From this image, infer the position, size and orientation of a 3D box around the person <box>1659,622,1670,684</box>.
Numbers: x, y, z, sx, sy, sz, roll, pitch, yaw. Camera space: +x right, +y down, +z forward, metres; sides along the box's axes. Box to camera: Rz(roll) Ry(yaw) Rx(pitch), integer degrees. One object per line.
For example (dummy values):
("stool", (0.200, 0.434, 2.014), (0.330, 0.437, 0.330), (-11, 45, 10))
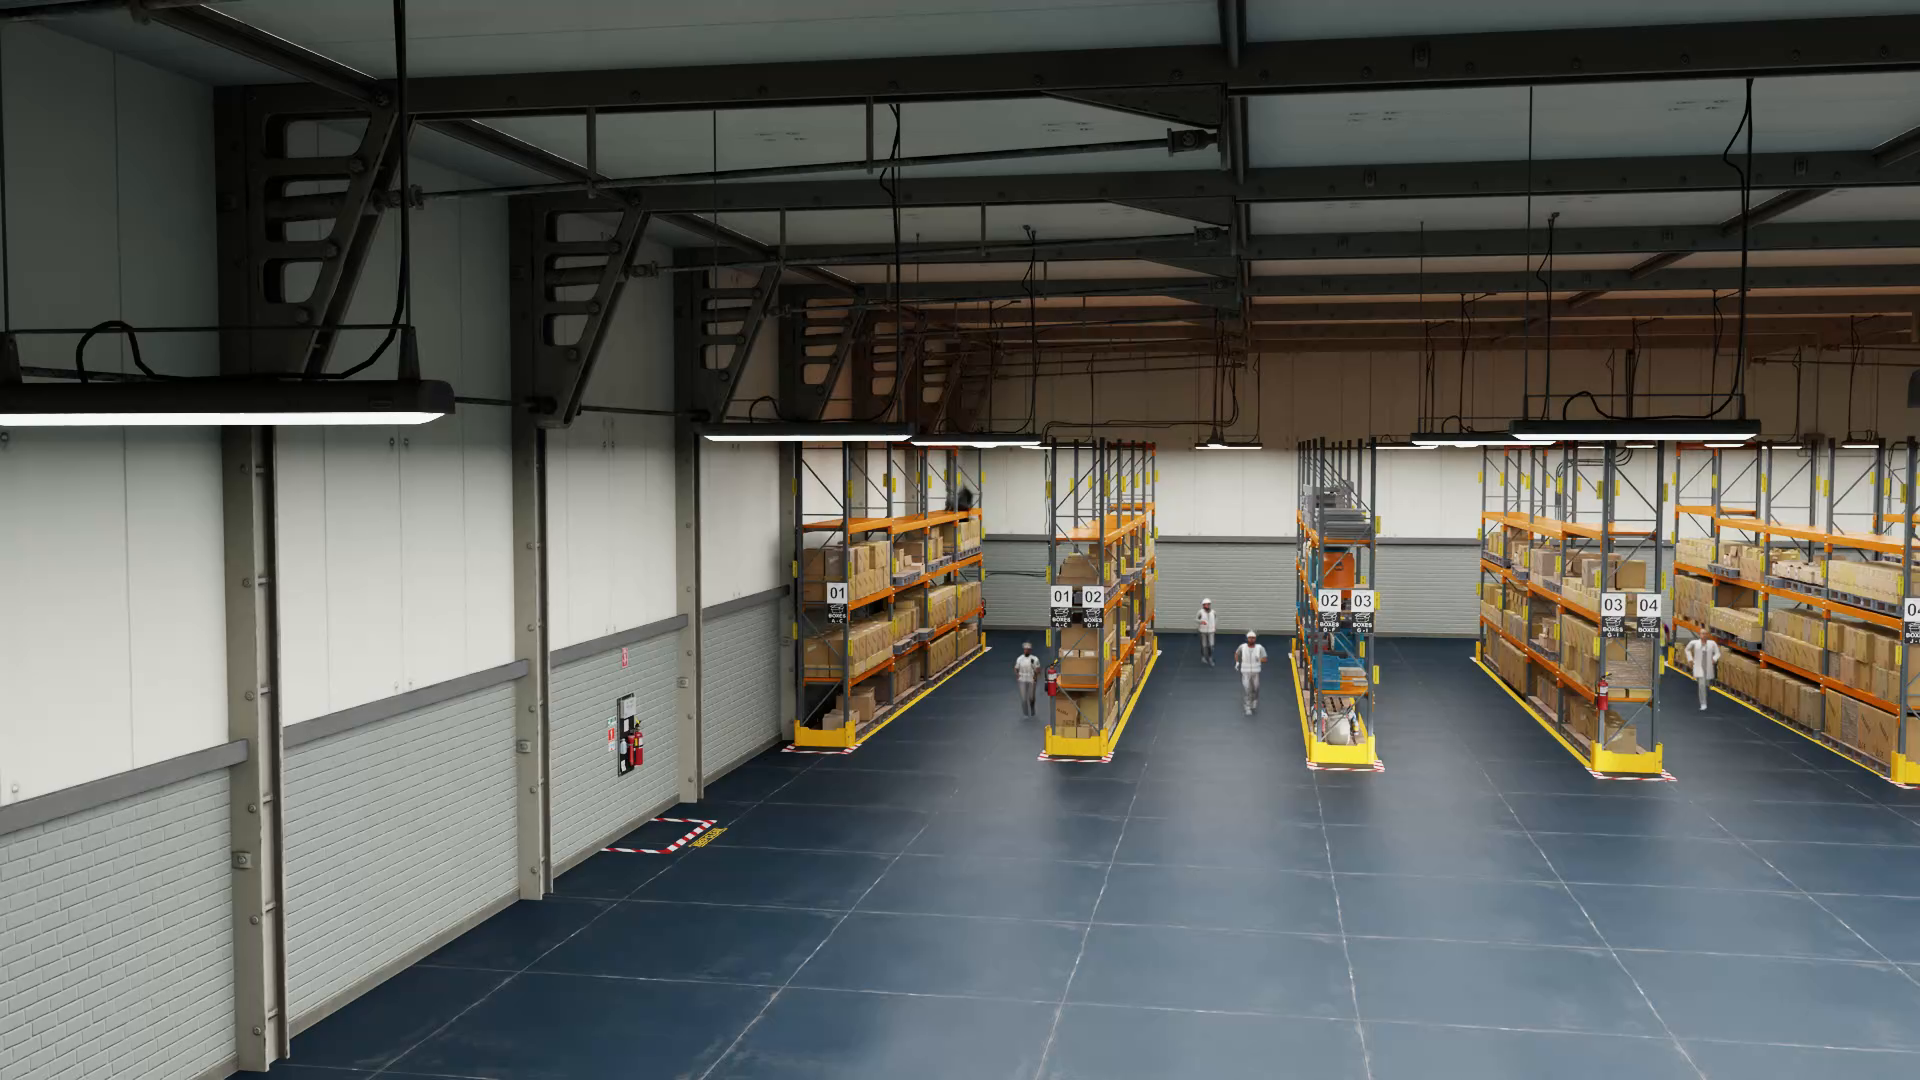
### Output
("person", (17.306, 2.659, 41.393), (0.710, 1.767, 0.941), (1, 3, 11))

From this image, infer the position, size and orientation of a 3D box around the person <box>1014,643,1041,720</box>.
("person", (1.432, 3.015, 35.523), (0.572, 1.651, 0.578), (0, 3, 7))

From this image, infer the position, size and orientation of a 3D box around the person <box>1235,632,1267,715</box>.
("person", (6.359, 2.882, 36.329), (0.687, 1.763, 1.003), (0, 3, 7))

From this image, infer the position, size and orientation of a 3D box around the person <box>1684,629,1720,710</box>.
("person", (16.626, 2.877, 37.234), (0.721, 1.780, 0.879), (1, 3, 12))

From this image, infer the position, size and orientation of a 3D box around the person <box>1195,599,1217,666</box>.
("person", (6.617, 2.488, 44.704), (0.641, 1.829, 0.767), (0, 3, -1))
